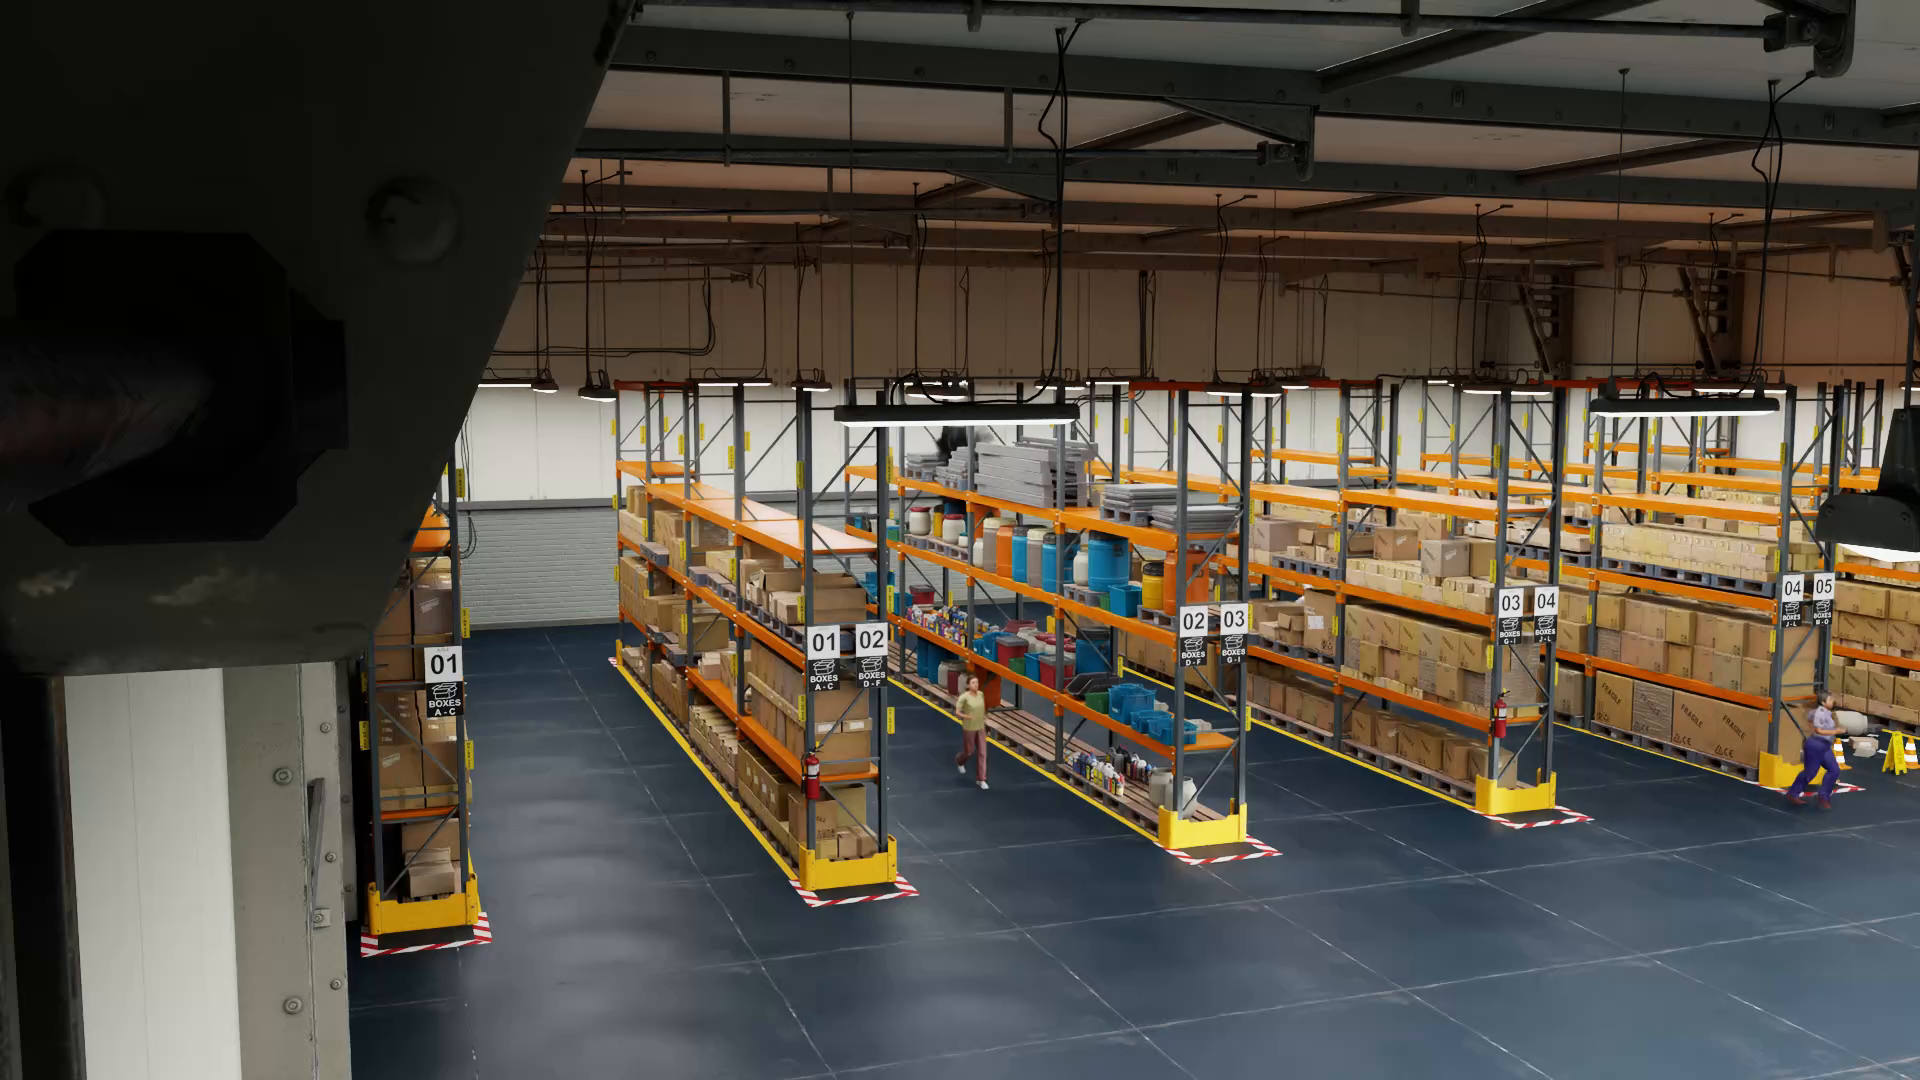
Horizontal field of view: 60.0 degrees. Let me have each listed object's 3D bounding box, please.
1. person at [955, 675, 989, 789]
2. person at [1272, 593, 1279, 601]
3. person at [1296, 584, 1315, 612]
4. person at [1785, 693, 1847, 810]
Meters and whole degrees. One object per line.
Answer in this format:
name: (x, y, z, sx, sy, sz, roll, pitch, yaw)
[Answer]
person: (0.204, 2.854, 25.012, 0.578, 1.663, 0.885, -3, 7, -26)
person: (6.358, 1.903, 33.790, 0.581, 1.705, 0.924, -3, 7, -28)
person: (7.352, 1.784, 34.917, 0.696, 1.750, 0.855, -2, 6, -19)
person: (12.269, 3.028, 23.790, 0.720, 1.699, 0.603, 4, 7, 36)
